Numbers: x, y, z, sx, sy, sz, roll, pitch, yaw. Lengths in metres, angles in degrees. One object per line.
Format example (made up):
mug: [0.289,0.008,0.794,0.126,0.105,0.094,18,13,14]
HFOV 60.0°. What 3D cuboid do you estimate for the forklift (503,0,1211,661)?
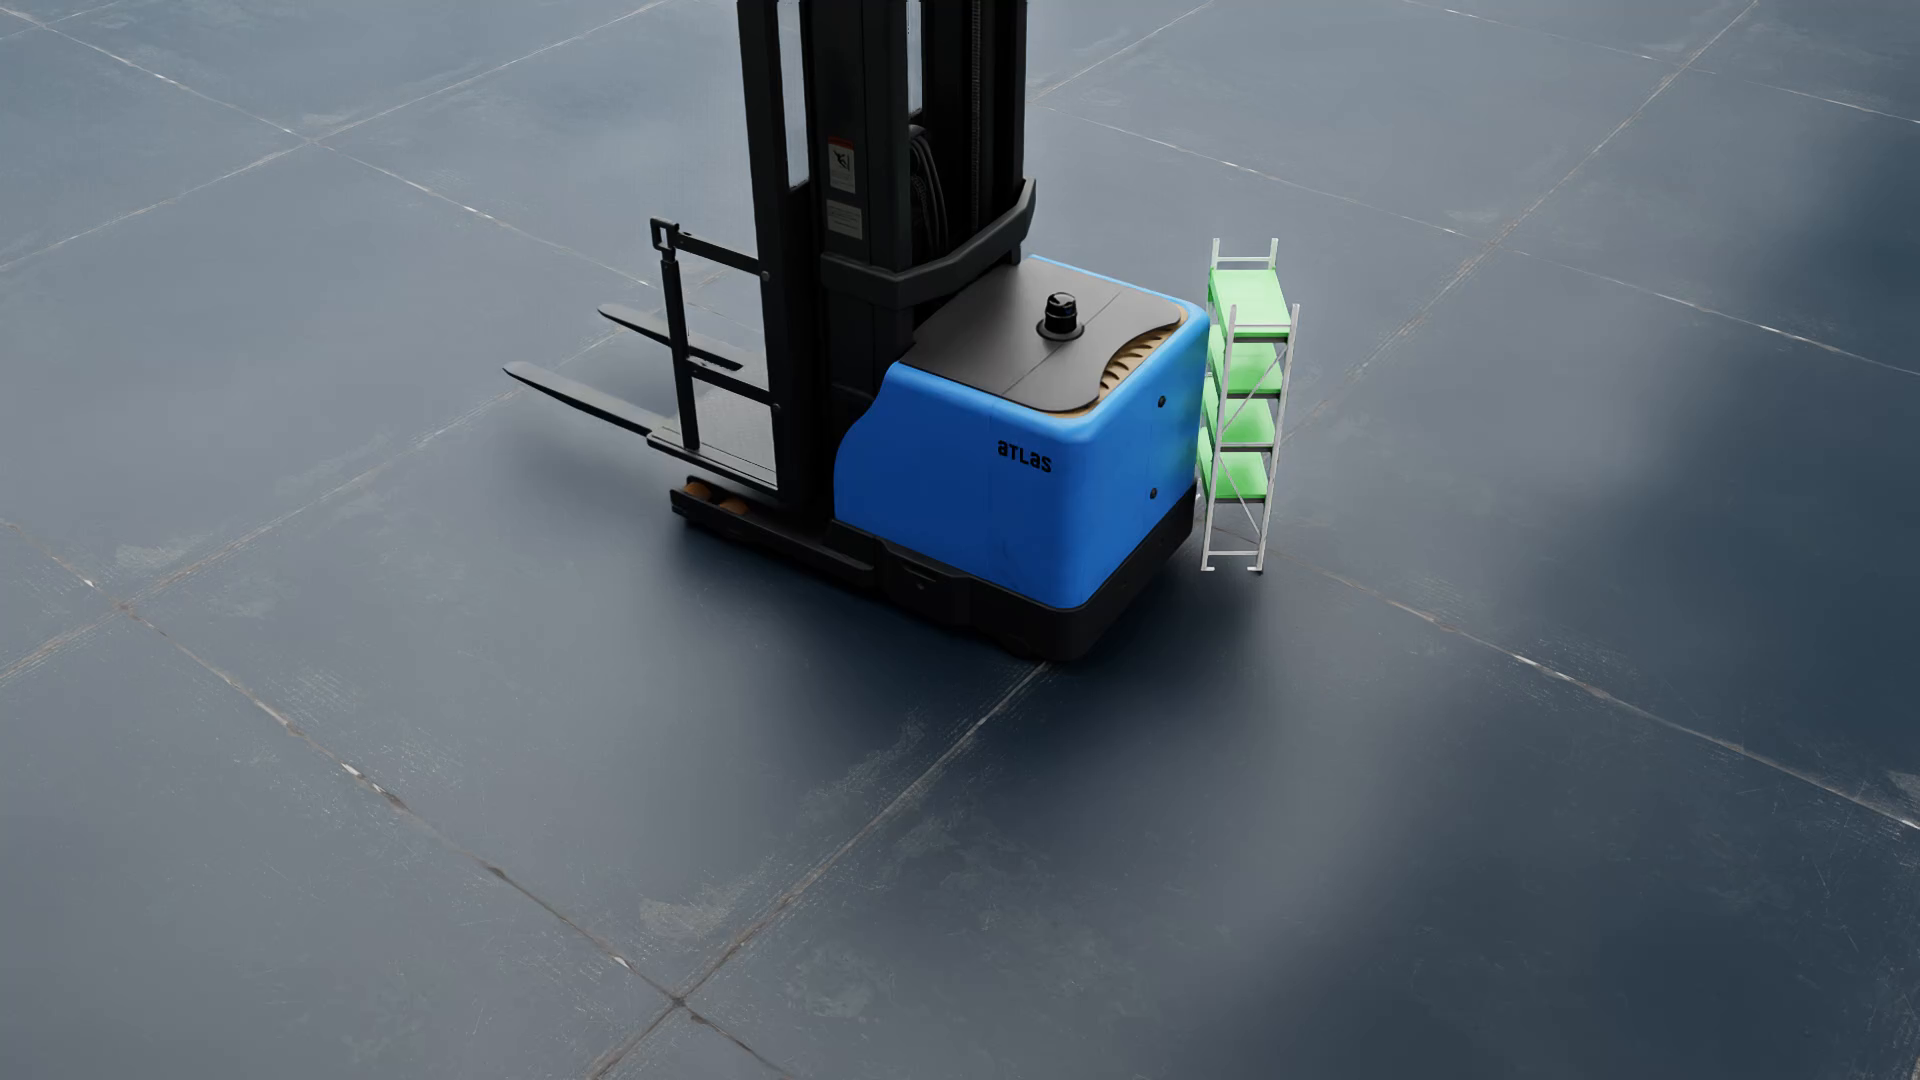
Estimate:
forklift: [-0.579,-1.408,6.171,3.031,2.935,1.130,22,43,25]

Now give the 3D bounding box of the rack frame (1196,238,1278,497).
rack frame: [1.073,-0.656,6.615,0.240,1.200,0.015,0,38,0]

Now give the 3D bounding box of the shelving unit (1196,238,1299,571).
shelving unit: [1.074,-0.506,6.423,0.258,1.200,0.503,0,38,0]

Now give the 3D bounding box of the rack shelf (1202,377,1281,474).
rack shelf: [1.074,-0.455,6.462,0.258,0.148,0.480,0,38,0]

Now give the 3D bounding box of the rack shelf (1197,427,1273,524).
rack shelf: [1.074,-0.266,6.610,0.258,0.148,0.480,0,38,0]

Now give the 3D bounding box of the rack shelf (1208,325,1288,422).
rack shelf: [1.074,-0.644,6.314,0.258,0.148,0.480,0,38,0]

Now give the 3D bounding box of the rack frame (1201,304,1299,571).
rack frame: [1.075,-0.355,6.230,0.240,1.200,0.015,0,38,0]

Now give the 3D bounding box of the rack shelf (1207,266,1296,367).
rack shelf: [1.074,-0.833,6.166,0.258,0.148,0.480,0,38,0]
